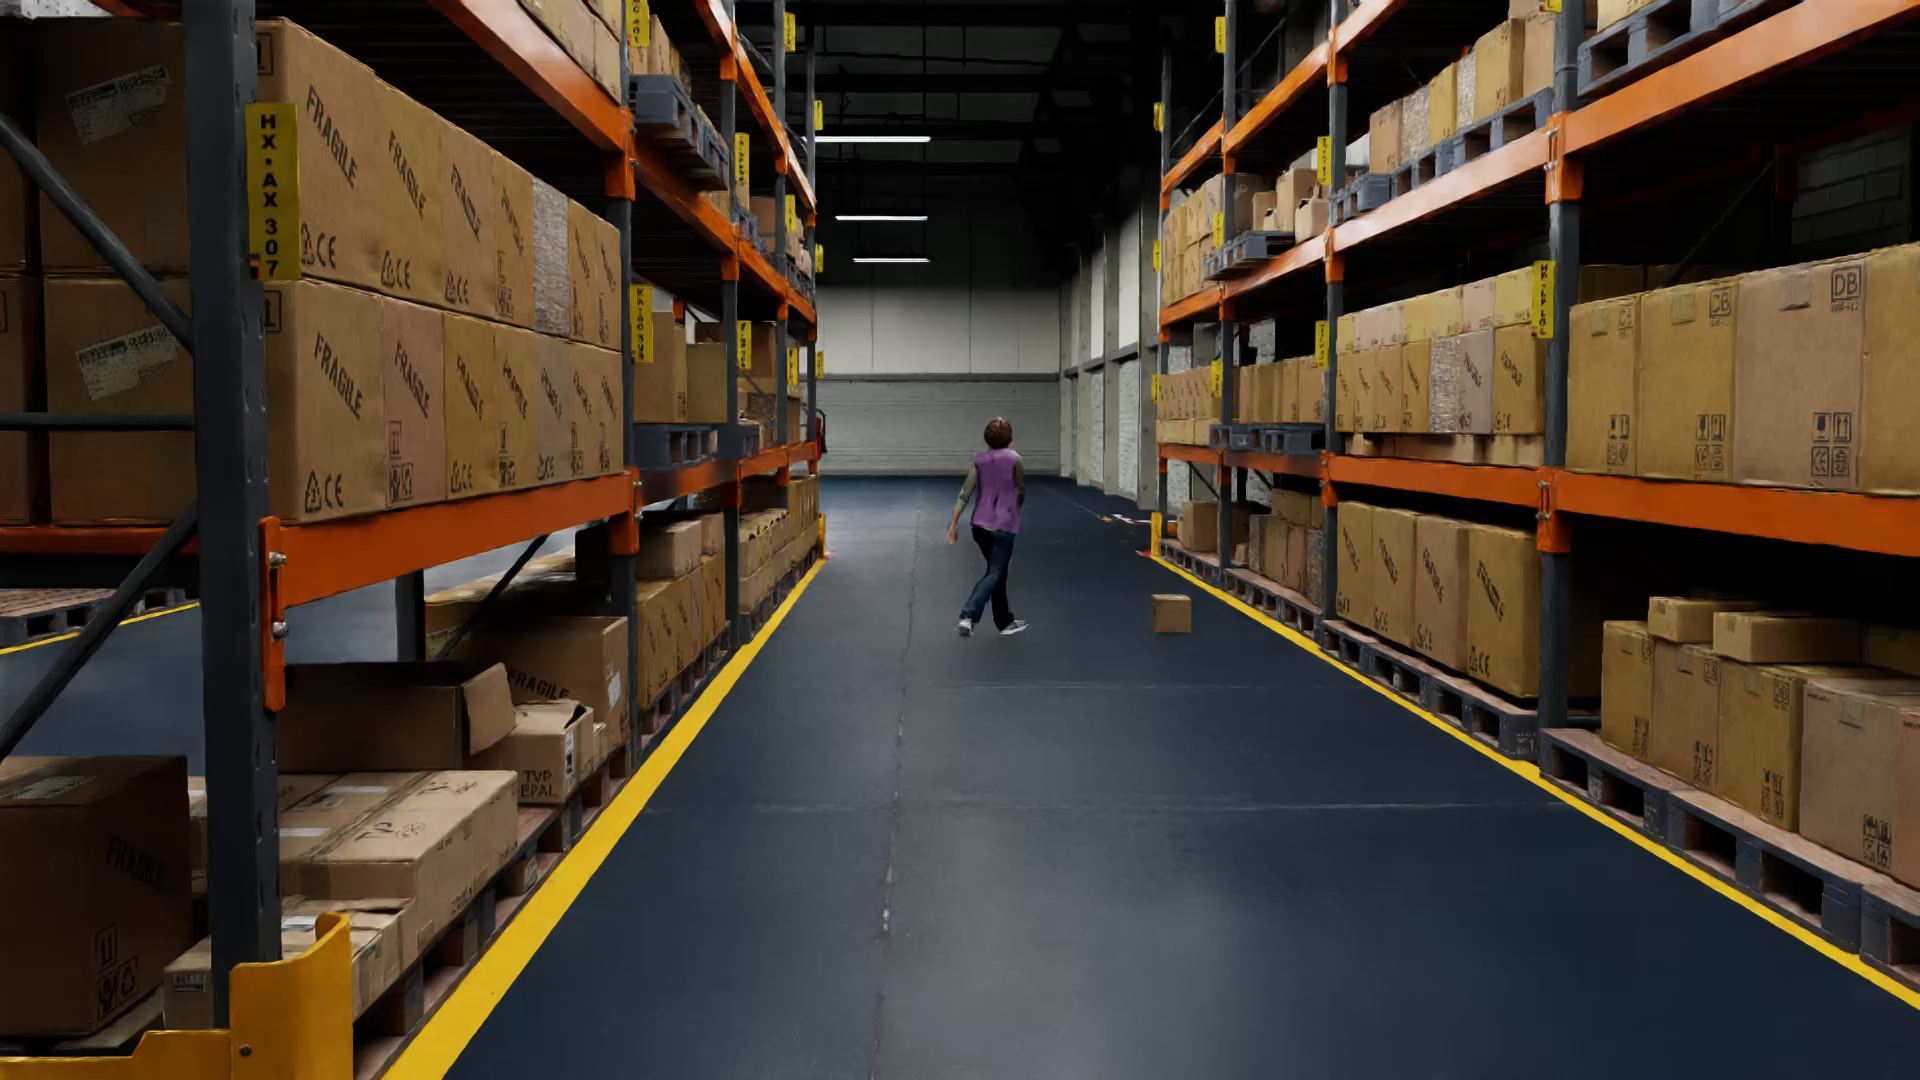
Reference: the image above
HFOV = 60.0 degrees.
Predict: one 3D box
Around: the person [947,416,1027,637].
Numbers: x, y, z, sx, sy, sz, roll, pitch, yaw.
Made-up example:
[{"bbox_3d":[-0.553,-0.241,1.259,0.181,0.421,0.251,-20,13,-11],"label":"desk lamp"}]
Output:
[{"bbox_3d":[0.213,-0.083,11.531,0.432,1.545,0.921,2,5,31],"label":"person"}]
